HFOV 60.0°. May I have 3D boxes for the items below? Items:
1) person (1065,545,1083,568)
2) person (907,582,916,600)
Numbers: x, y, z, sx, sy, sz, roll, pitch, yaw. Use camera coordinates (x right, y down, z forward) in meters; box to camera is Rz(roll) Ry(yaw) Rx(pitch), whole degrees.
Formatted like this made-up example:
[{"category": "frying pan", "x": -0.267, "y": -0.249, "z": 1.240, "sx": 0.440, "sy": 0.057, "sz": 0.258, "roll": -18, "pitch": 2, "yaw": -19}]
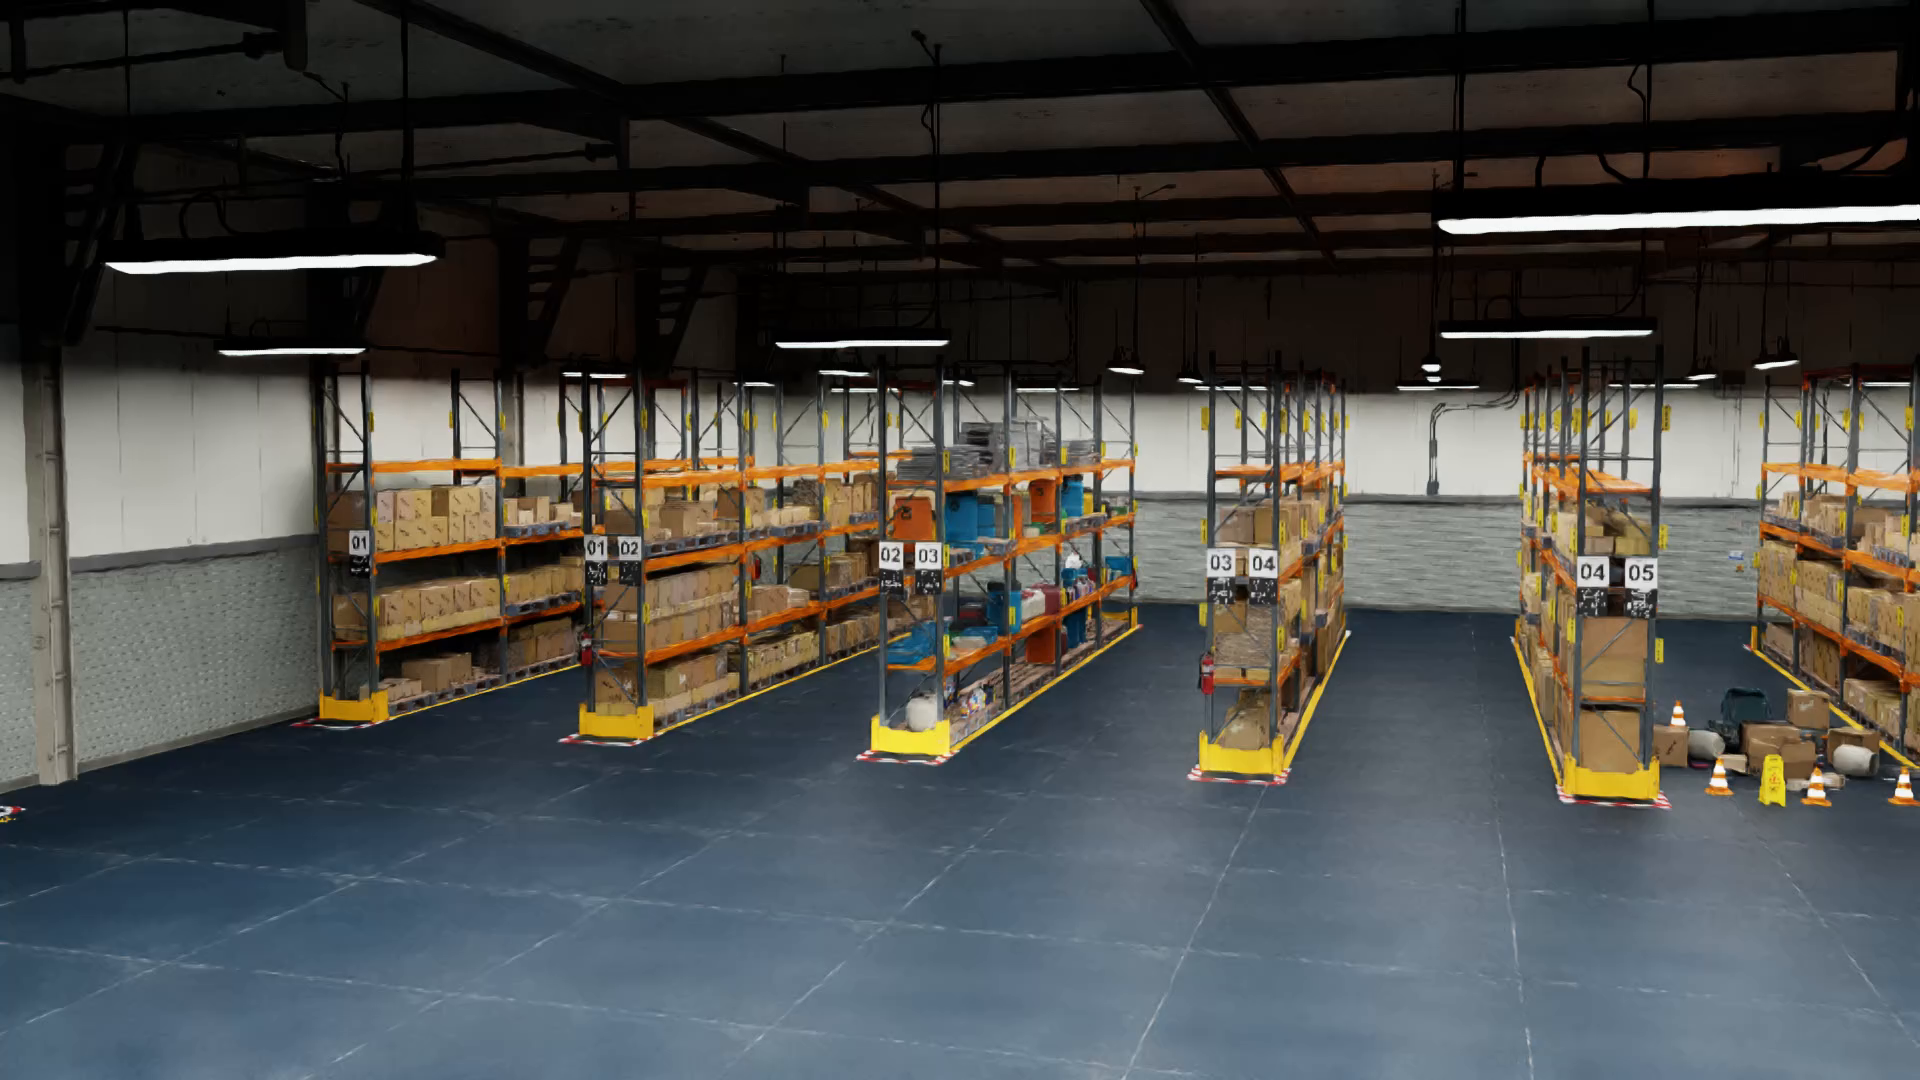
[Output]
[{"category": "person", "x": 2.983, "y": 0.951, "z": 45.150, "sx": 0.663, "sy": 1.663, "sz": 0.501, "roll": -2, "pitch": 5, "yaw": -26}, {"category": "person", "x": -1.084, "y": 1.035, "z": 43.369, "sx": 0.770, "sy": 1.719, "sz": 0.582, "roll": -3, "pitch": 5, "yaw": -38}]
